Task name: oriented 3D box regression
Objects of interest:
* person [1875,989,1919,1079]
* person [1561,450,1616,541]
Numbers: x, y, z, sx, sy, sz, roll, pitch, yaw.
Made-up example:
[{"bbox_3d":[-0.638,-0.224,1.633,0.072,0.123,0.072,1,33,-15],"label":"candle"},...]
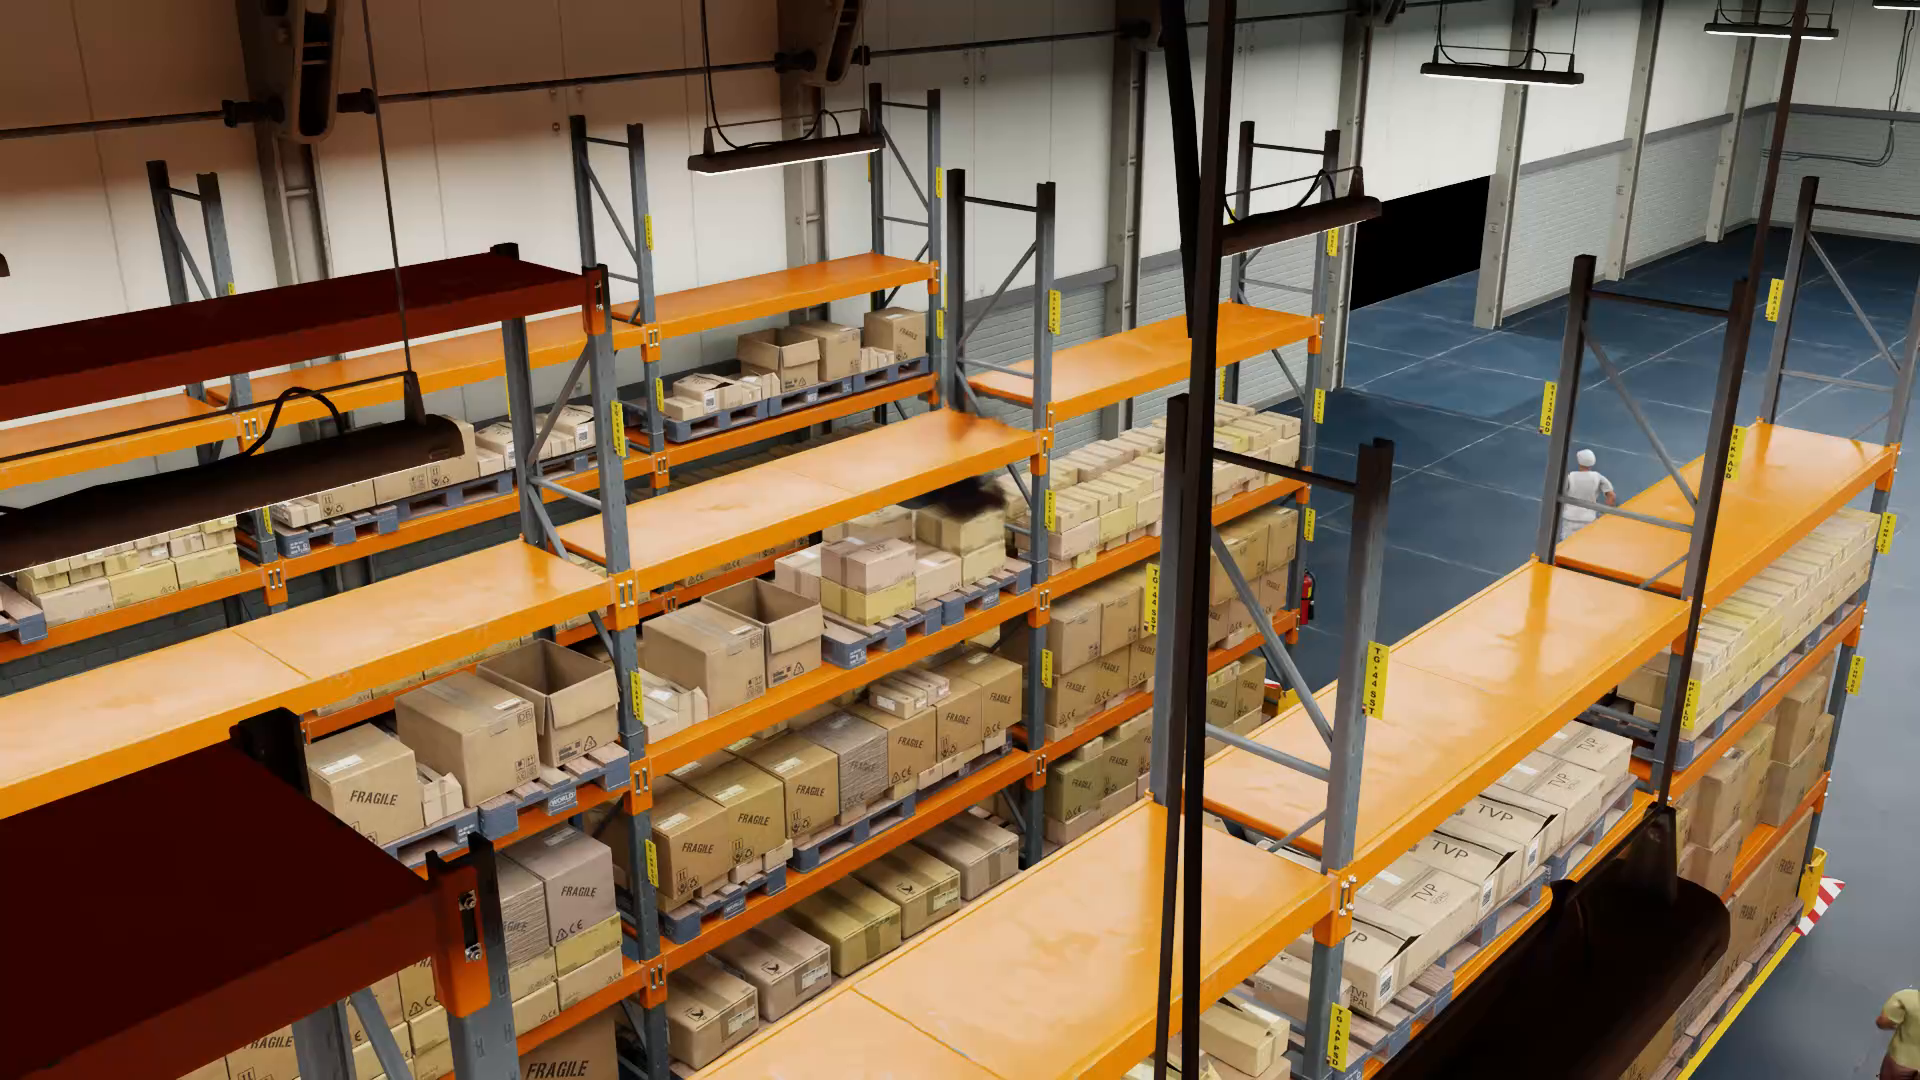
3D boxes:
[{"bbox_3d":[6.279,3.441,10.902,0.581,1.621,0.646,12,24,29],"label":"person"},{"bbox_3d":[7.465,-0.228,20.090,0.651,1.807,0.979,0,21,1],"label":"person"}]
